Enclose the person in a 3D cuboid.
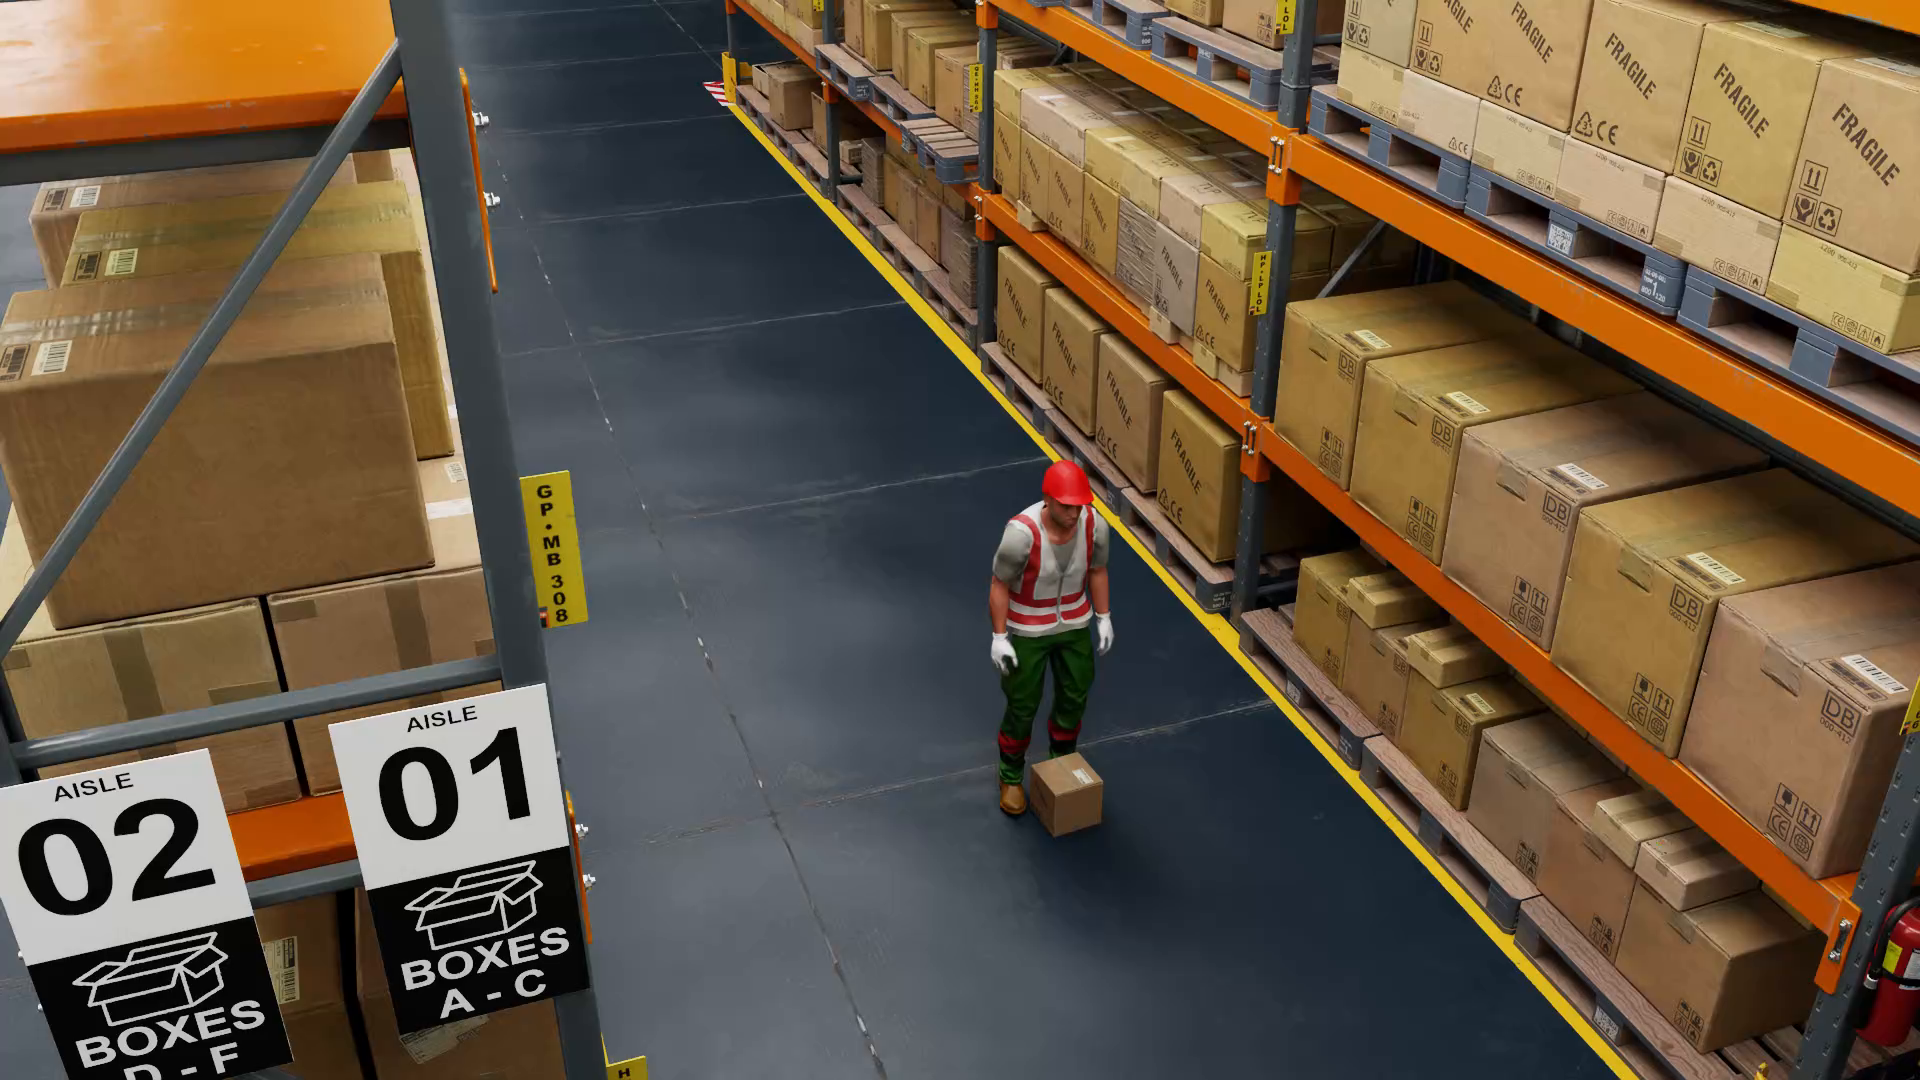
[{"bbox_3d":[0.418,0.421,7.590,0.607,1.780,0.450,-10,31,-18],"label":"person"}]
